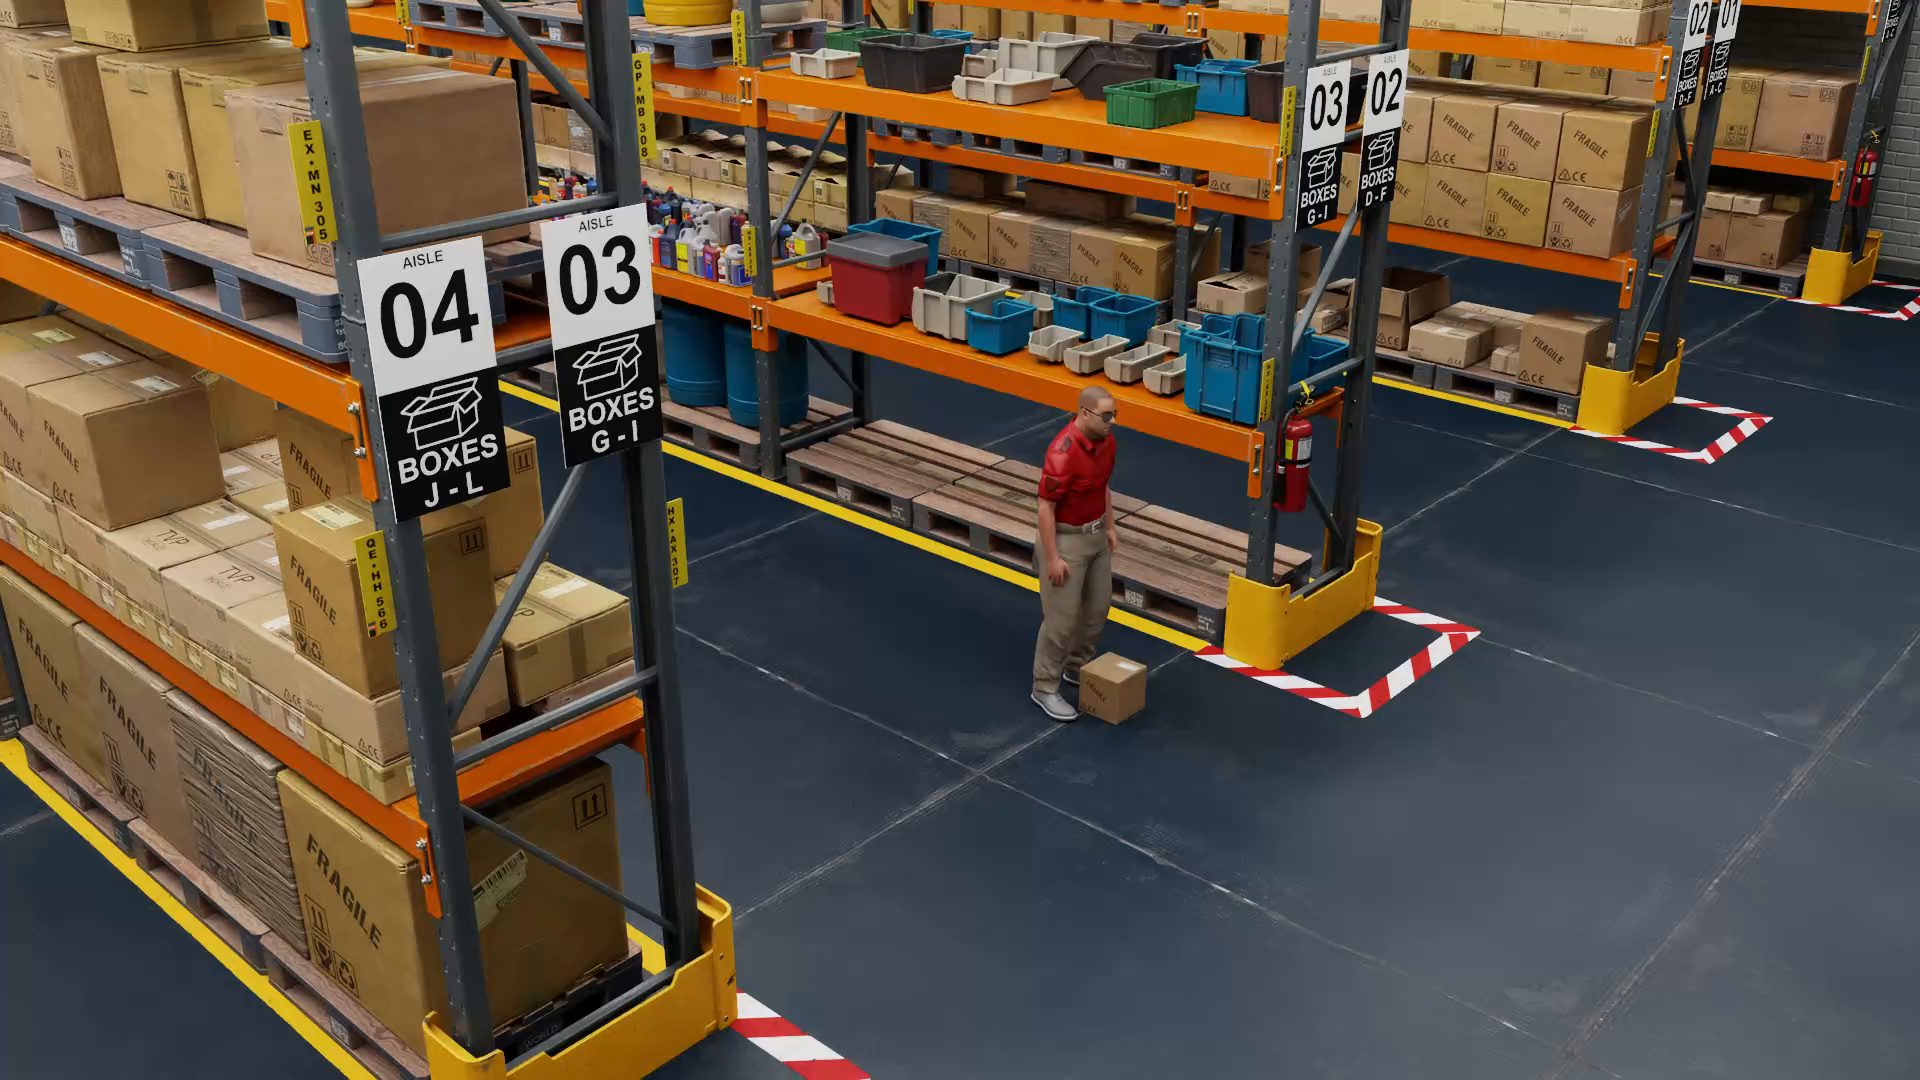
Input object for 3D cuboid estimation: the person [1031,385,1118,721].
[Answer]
[{"bbox_3d":[0.609,0.028,8.553,0.388,1.727,0.606,18,29,35],"label":"person"}]
